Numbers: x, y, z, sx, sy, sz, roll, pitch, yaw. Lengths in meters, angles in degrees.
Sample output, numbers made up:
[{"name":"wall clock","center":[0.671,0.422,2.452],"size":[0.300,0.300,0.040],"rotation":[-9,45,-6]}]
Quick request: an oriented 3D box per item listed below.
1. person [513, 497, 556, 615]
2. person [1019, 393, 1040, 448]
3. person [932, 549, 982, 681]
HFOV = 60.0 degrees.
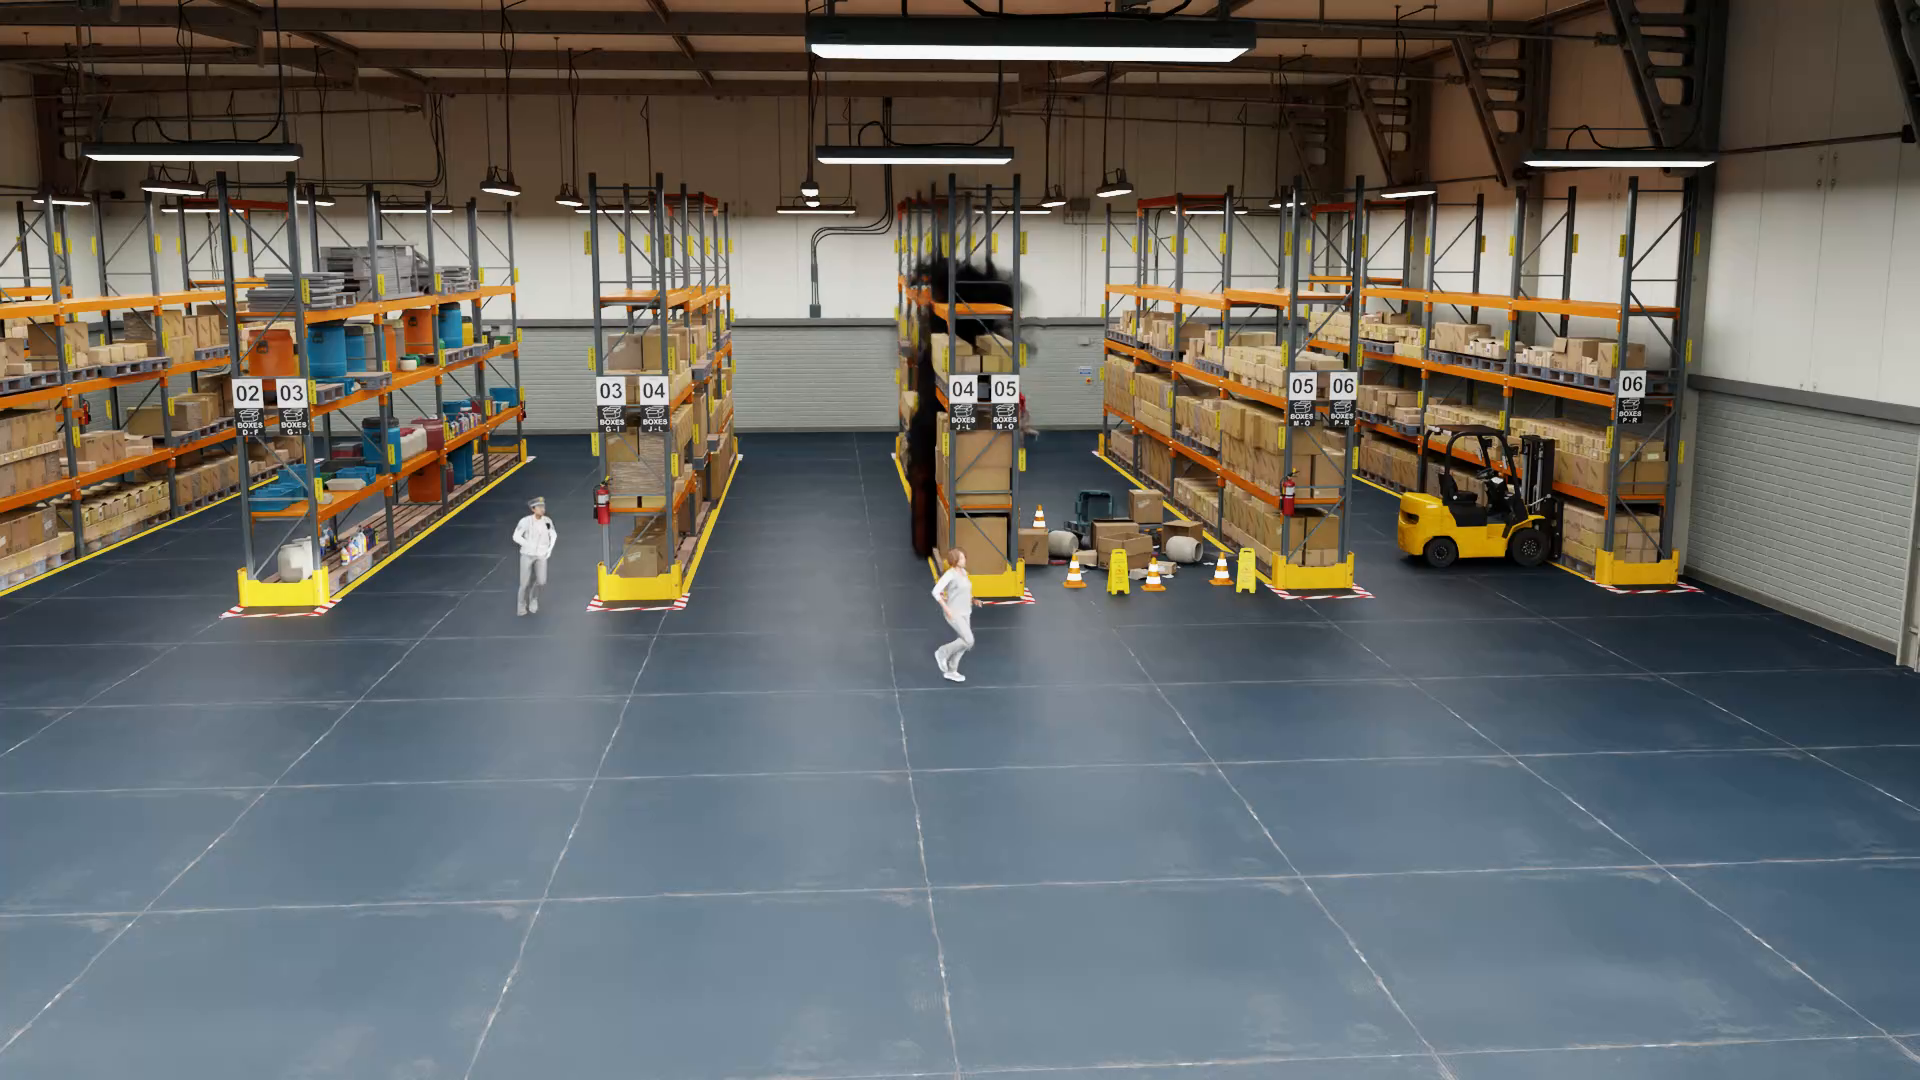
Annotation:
[{"name":"person","center":[-5.787,0.216,22.777],"size":[0.623,1.627,0.538],"rotation":[-5,11,-25]},{"name":"person","center":[1.609,-3.058,41.343],"size":[0.816,1.662,0.655],"rotation":[-2,10,-13]},{"name":"person","center":[-0.010,0.876,19.282],"size":[0.537,1.558,0.534],"rotation":[5,11,28]}]
